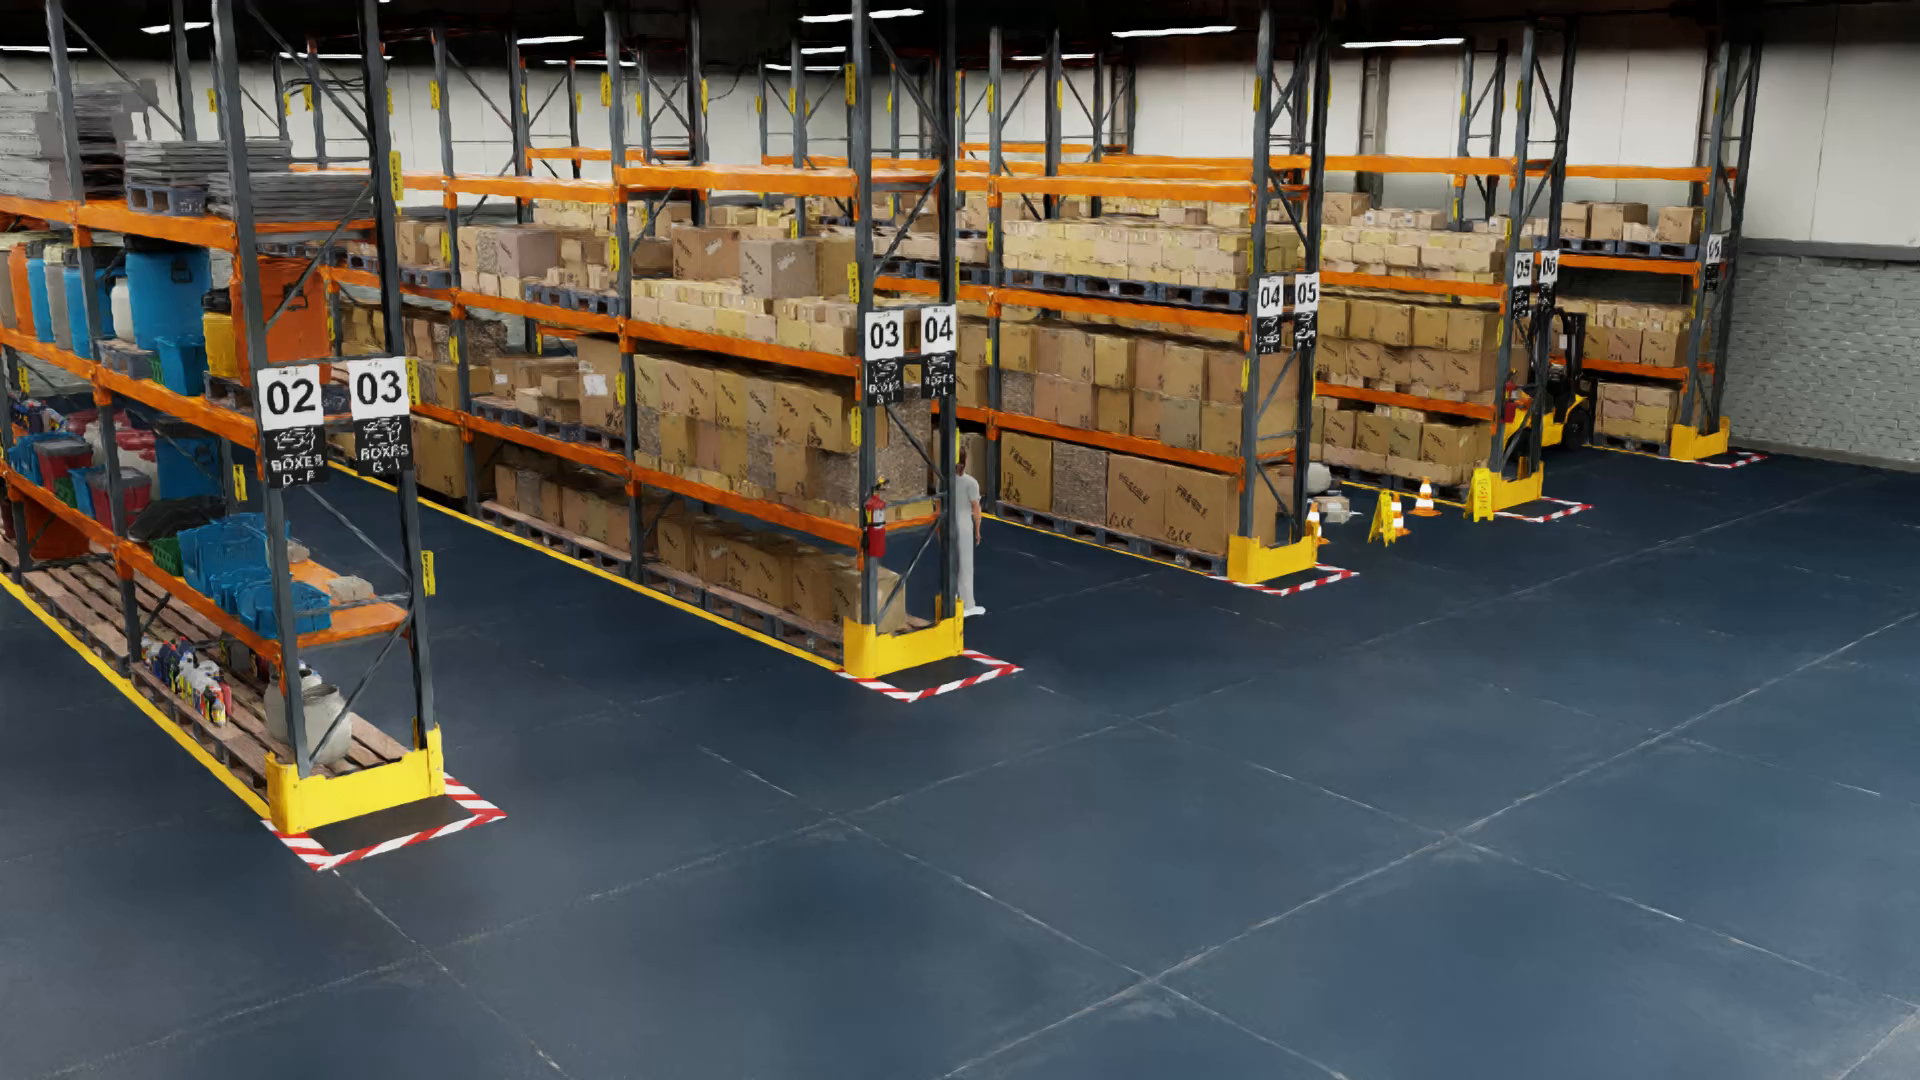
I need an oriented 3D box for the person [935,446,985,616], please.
[{"bbox_3d":[0.004,-0.110,16.333,0.525,1.680,0.449,6,15,22],"label":"person"}]
